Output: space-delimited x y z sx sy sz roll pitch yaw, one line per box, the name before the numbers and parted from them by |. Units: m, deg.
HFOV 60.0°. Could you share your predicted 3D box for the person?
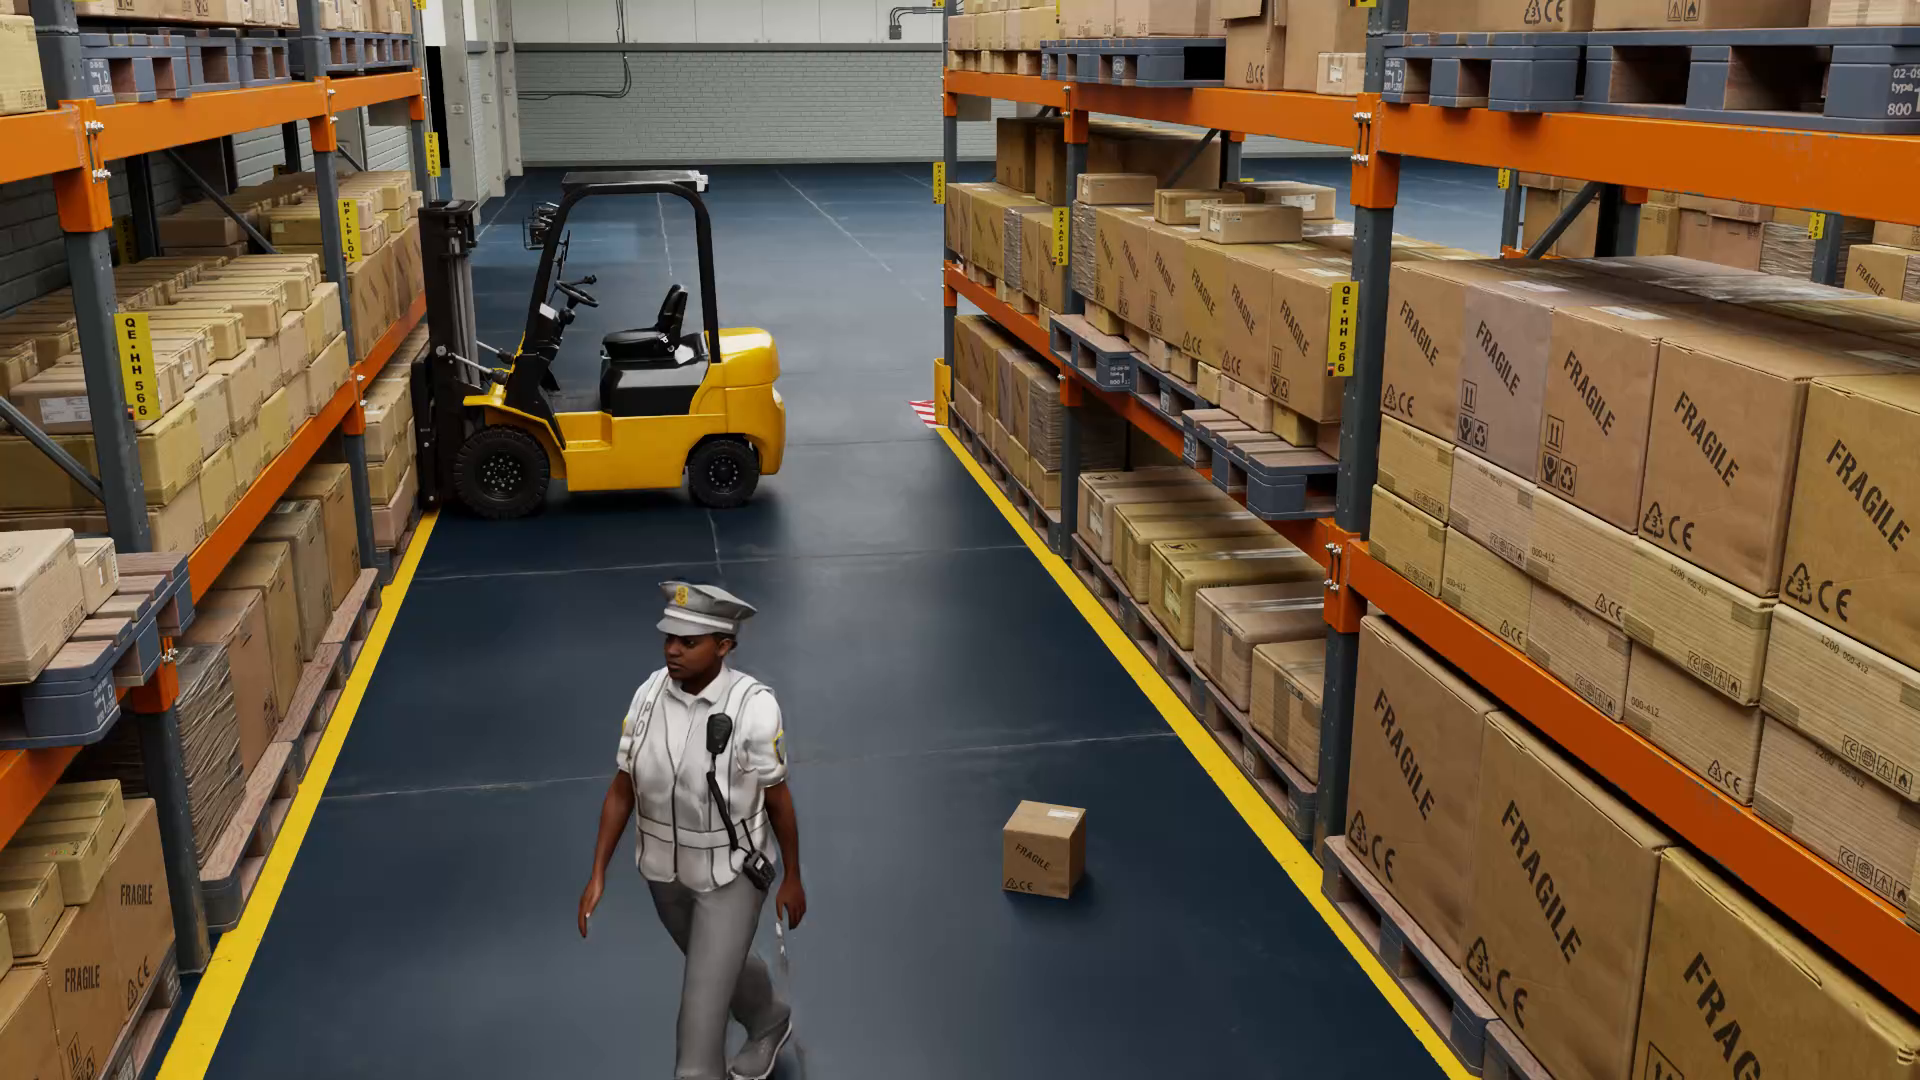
person | -0.726 0.886 4.452 0.489 1.633 0.996 8 18 24
